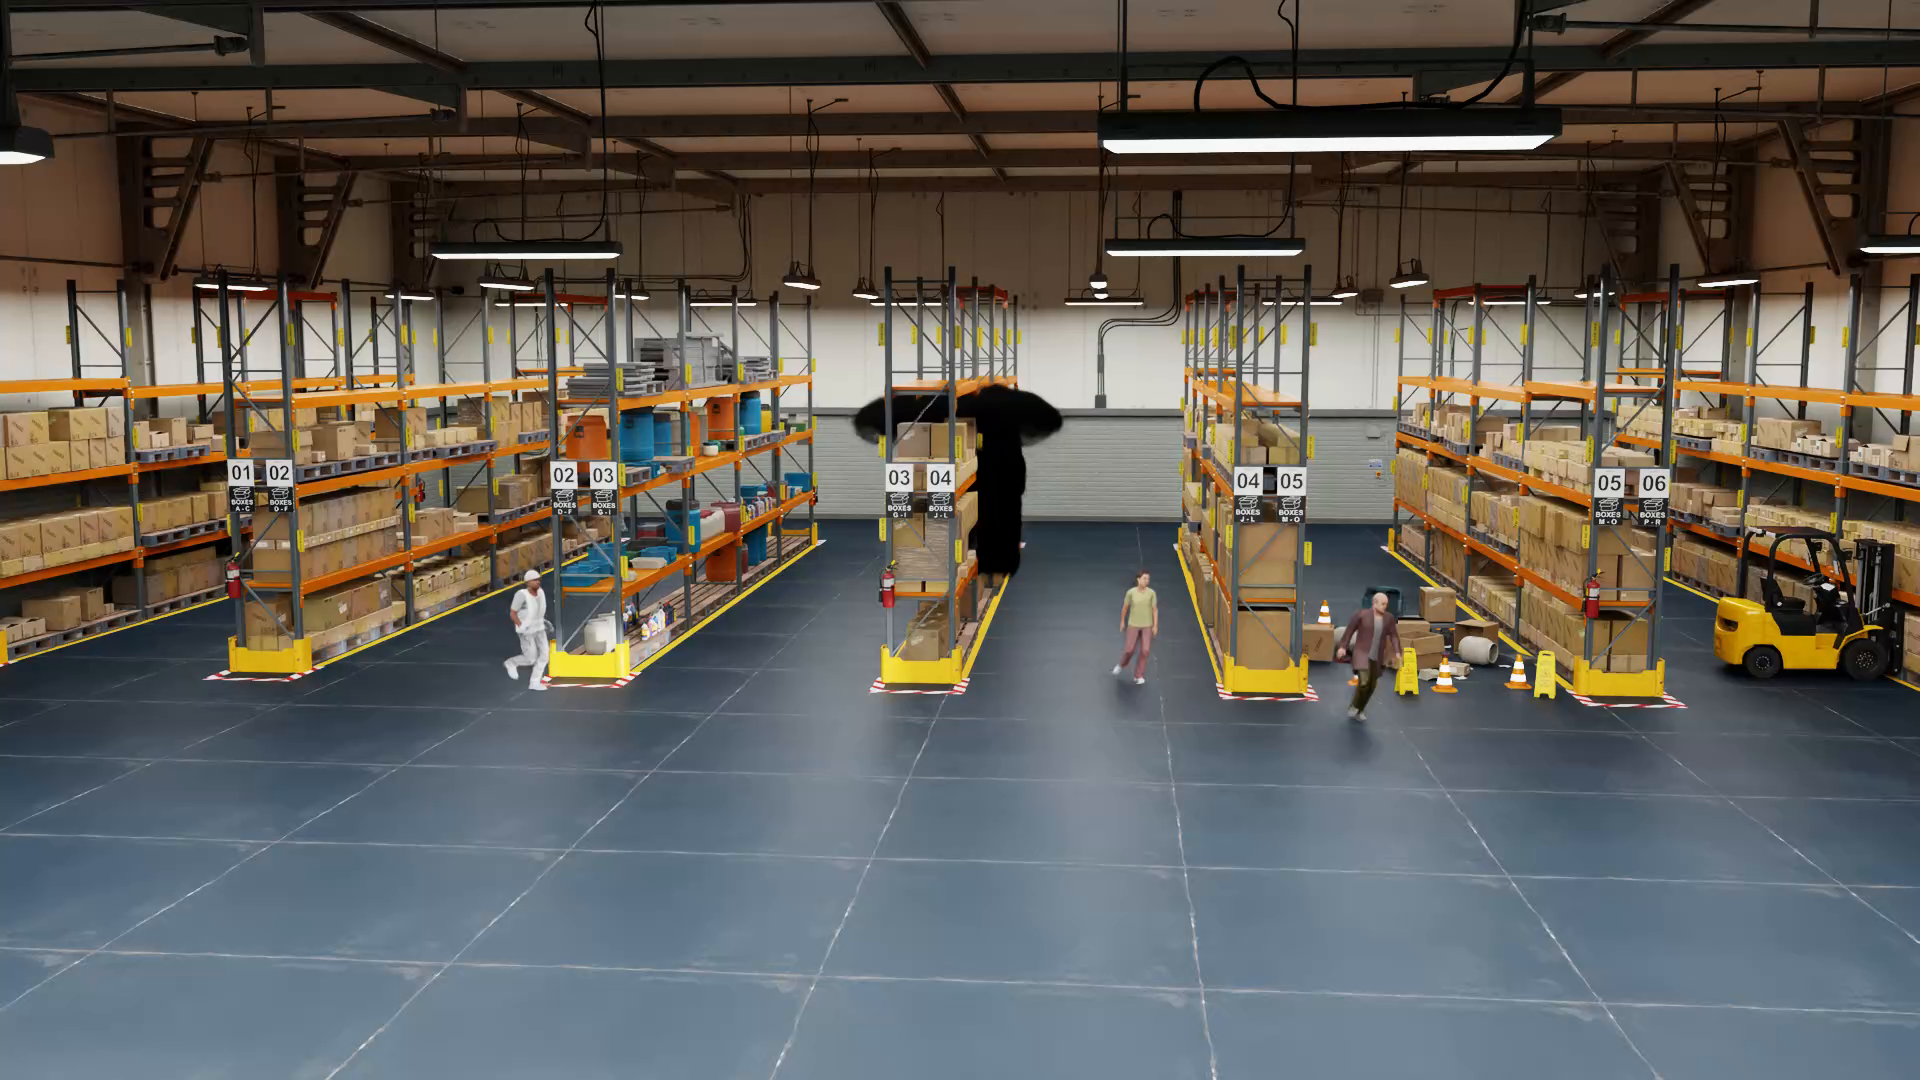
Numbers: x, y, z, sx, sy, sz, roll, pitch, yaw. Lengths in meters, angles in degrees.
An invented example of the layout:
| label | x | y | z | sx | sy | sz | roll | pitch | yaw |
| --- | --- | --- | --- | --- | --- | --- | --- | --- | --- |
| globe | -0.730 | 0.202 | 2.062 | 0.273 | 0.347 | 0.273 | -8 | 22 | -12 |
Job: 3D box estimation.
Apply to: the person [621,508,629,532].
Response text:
| label | x | y | z | sx | sy | sz | roll | pitch | yaw |
| --- | --- | --- | --- | --- | --- | --- | --- | --- | --- |
| person | -9.071 | -1.131 | 43.241 | 0.695 | 1.817 | 0.924 | -7 | 10 | -44 |

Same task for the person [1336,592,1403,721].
| label | x | y | z | sx | sy | sz | roll | pitch | yaw |
| --- | --- | --- | --- | --- | --- | --- | --- | --- | --- |
| person | 5.341 | 1.521 | 21.616 | 0.680 | 1.731 | 0.764 | -2 | 7 | -17 |

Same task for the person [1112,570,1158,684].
| label | x | y | z | sx | sy | sz | roll | pitch | yaw |
| --- | --- | --- | --- | --- | --- | --- | --- | --- | --- |
| person | 2.547 | 1.240 | 24.186 | 0.603 | 1.655 | 0.546 | -1 | 7 | -5 |

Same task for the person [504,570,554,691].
| label | x | y | z | sx | sy | sz | roll | pitch | yaw |
| --- | --- | --- | --- | --- | --- | --- | --- | --- | --- |
| person | -6.163 | 1.277 | 23.695 | 0.706 | 1.725 | 0.666 | 4 | 8 | 33 |
